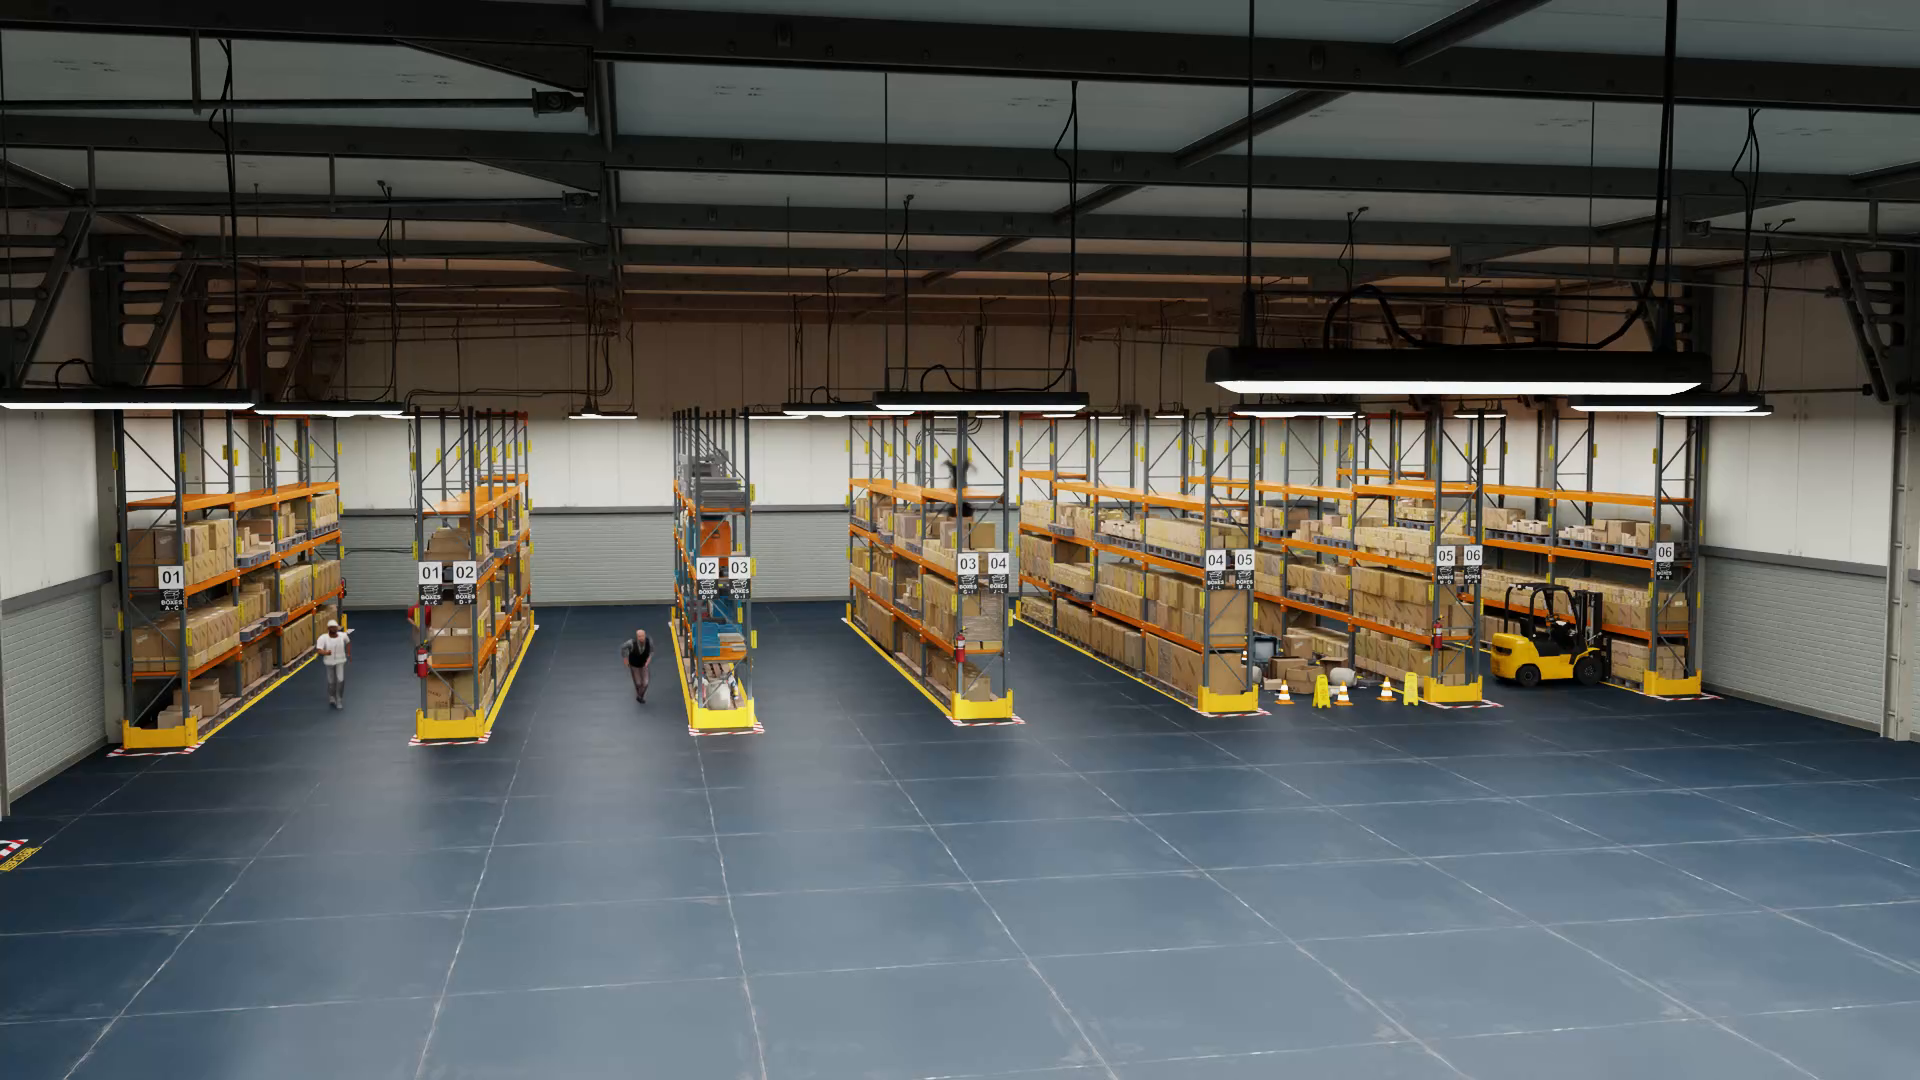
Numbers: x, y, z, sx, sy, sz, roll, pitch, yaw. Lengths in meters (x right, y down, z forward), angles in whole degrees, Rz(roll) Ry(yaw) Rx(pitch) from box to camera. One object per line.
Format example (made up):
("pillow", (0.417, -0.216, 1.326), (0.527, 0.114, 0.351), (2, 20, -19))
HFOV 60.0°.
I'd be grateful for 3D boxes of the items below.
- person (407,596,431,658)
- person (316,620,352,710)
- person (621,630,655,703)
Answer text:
("person", (-12.756, 2.119, 39.403), (0.656, 1.613, 0.789), (-2, 4, -22))
("person", (-12.483, 2.488, 33.176), (0.653, 1.812, 0.833), (-2, 4, -21))
("person", (-6.542, 2.564, 33.770), (0.682, 1.543, 0.830), (-1, 4, -17))
